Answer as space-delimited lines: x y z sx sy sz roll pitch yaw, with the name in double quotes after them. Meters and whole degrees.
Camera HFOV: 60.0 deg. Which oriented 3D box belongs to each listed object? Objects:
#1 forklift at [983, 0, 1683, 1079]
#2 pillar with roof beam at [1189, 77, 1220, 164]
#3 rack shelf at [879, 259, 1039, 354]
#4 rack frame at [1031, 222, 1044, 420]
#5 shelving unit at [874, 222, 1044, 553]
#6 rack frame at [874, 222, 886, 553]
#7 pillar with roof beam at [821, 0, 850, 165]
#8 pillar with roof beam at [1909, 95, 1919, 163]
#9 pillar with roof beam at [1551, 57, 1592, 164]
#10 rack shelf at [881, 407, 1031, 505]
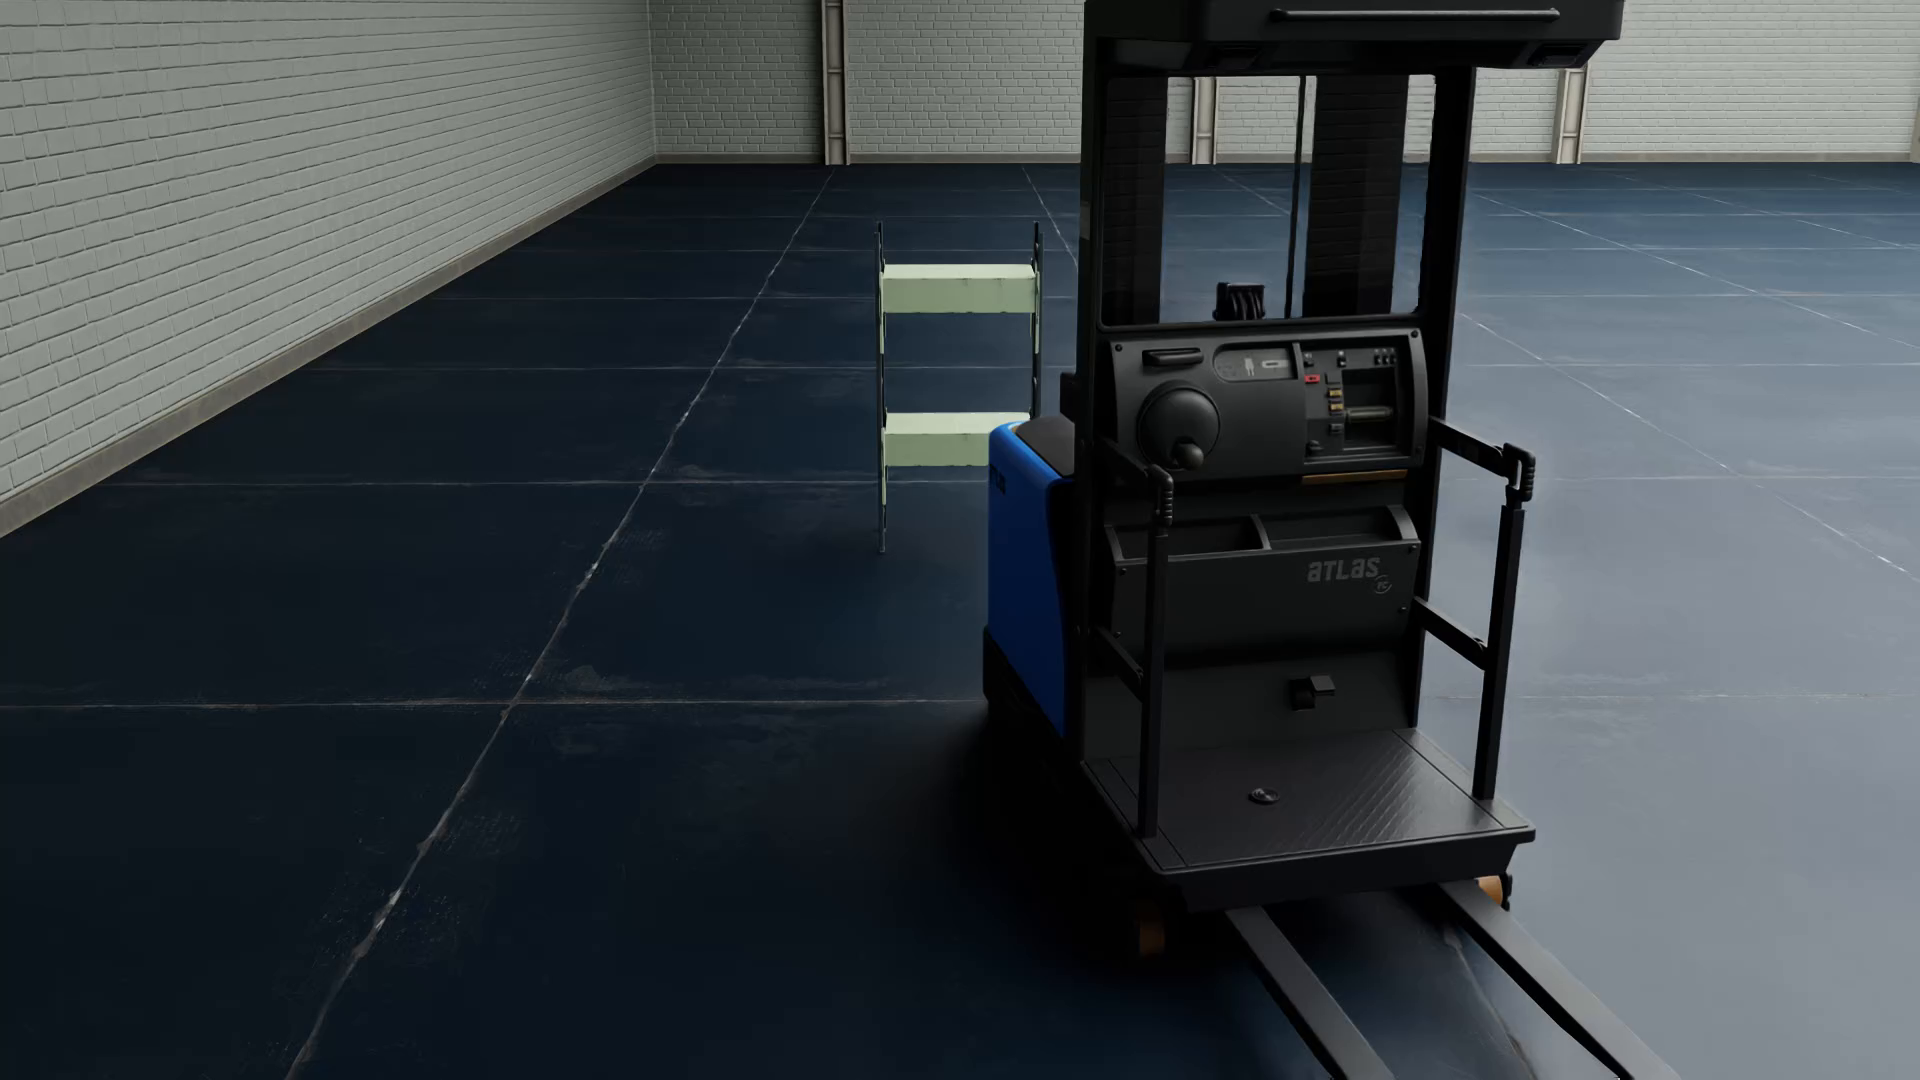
0.918 -0.383 4.445 1.130 2.935 3.031 -4 18 -12 "forklift"
4.062 -9.170 21.901 0.400 9.000 9.100 0 18 -1 "pillar with roof beam"
-0.007 -1.086 7.699 0.720 0.370 0.431 0 18 -1 "rack shelf"
0.359 -0.716 7.824 0.023 1.500 0.400 0 18 -1 "rack frame"
-0.007 -0.714 7.818 0.755 1.500 0.431 0 18 -1 "shelving unit"
-0.373 -0.712 7.813 0.023 1.500 0.400 0 18 -1 "rack frame"
-1.938 -9.141 21.810 0.400 9.000 9.100 0 18 -1 "pillar with roof beam"
16.060 -9.228 22.081 0.400 9.000 9.100 0 18 -1 "pillar with roof beam"
10.061 -9.199 21.991 0.400 9.000 9.100 0 18 -1 "pillar with roof beam"
-0.007 -0.404 7.918 0.720 0.370 0.431 0 18 -1 "rack shelf"
